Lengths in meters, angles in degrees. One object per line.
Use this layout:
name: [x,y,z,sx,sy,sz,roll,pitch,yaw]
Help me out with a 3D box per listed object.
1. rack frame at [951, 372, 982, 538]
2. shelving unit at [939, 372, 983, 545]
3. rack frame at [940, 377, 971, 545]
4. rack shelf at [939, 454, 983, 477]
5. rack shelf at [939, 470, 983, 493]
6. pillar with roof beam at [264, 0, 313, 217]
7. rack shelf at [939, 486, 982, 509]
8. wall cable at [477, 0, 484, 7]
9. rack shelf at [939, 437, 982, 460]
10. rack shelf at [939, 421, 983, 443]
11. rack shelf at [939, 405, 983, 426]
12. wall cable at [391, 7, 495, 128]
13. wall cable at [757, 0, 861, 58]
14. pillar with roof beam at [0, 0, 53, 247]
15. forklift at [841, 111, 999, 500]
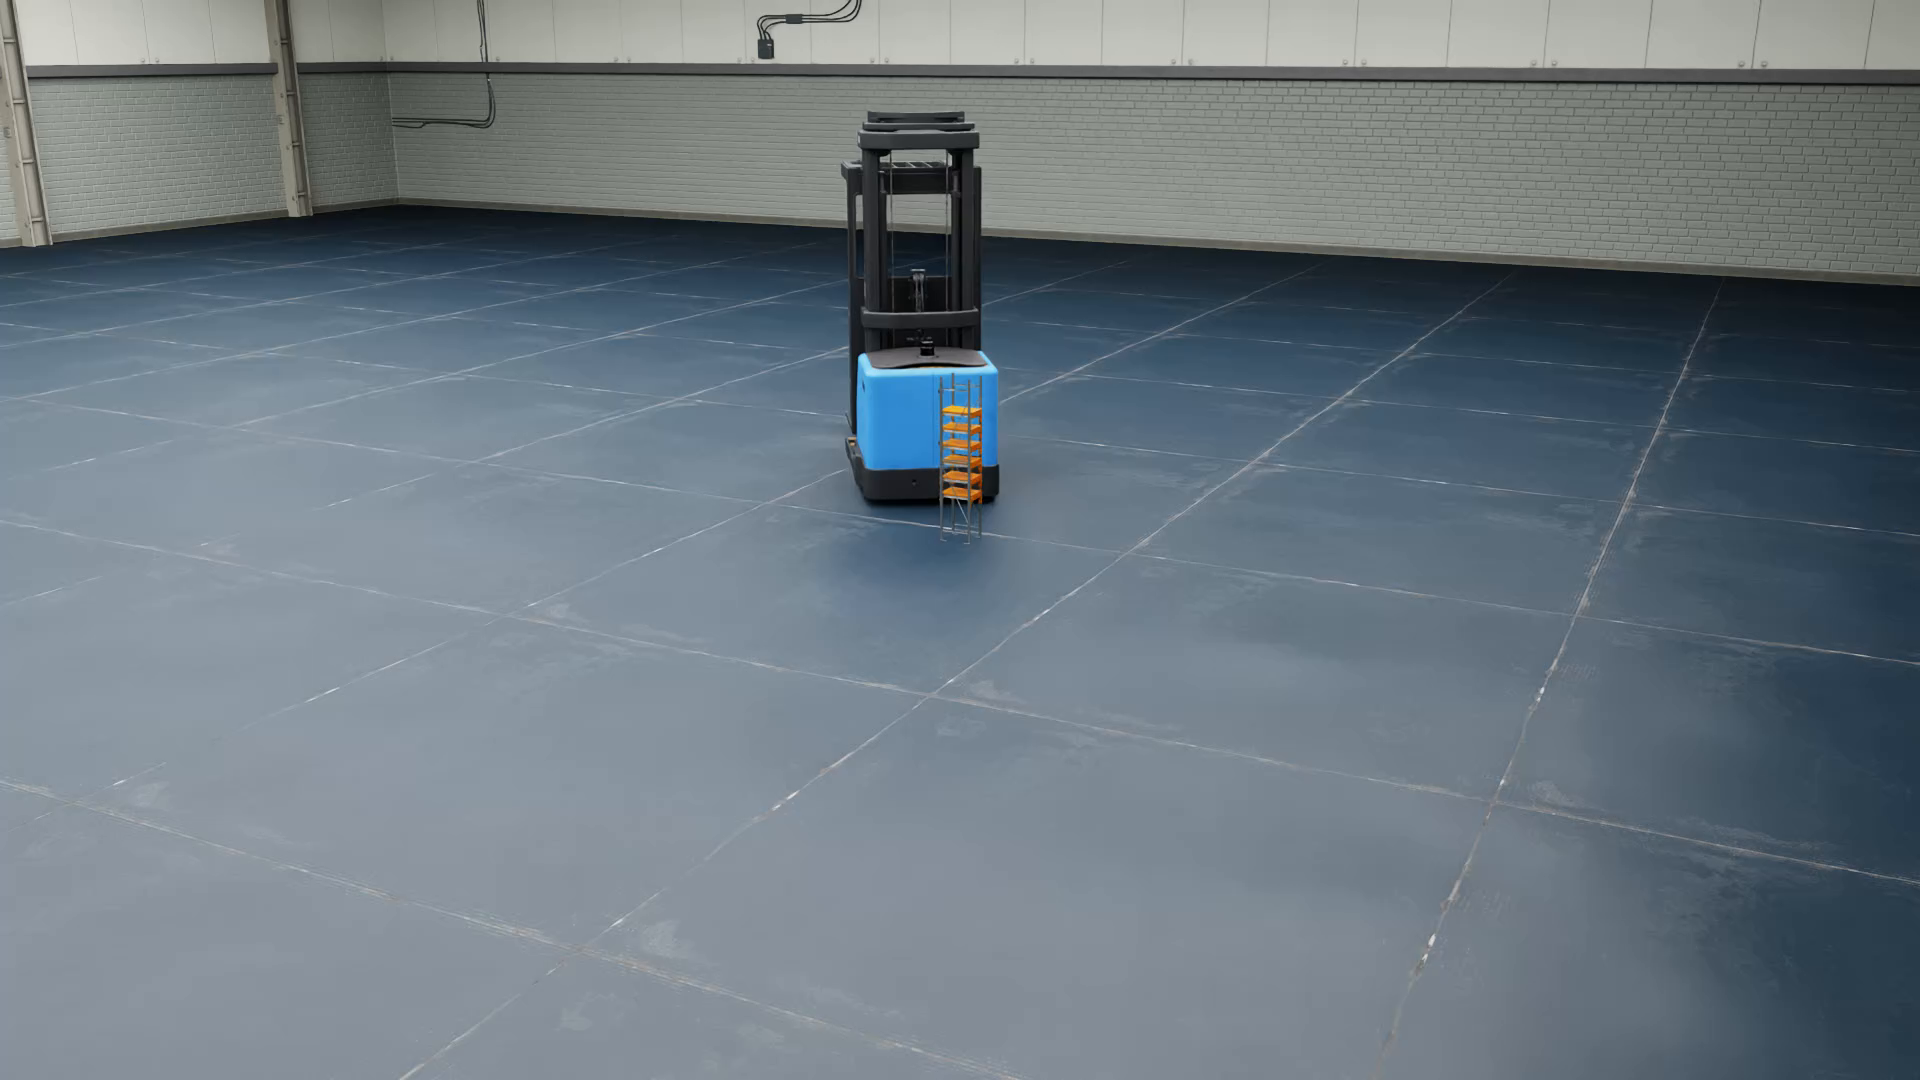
rack frame: [0.047,-0.602,11.944,0.240,1.200,0.006,8,18,25]
shelving unit: [0.006,-0.579,11.866,0.258,1.200,0.189,8,18,25]
rack frame: [-0.034,-0.556,11.787,0.240,1.200,0.006,8,18,25]
rack shelf: [0.006,-0.536,11.879,0.258,0.103,0.180,8,18,25]
rack shelf: [0.006,-0.421,11.913,0.258,0.103,0.180,8,18,25]
pillar with roof beam: [-10.024,-10.587,31.863,9.100,9.000,0.400,8,18,25]
rack shelf: [0.006,-0.306,11.947,0.258,0.103,0.180,8,18,25]
wall cable: [-8.956,-12.305,34.231,3.097,2.526,0.112,8,18,25]
rack shelf: [0.006,-0.651,11.844,0.258,0.103,0.180,8,18,25]
rack shelf: [0.006,-0.766,11.810,0.258,0.103,0.180,8,18,25]
rack shelf: [0.006,-0.881,11.776,0.258,0.103,0.180,8,18,25]
wall cable: [-11.376,-10.228,36.109,3.097,2.526,0.112,8,18,25]
wall cable: [-2.890,-12.135,31.102,2.305,6.003,0.169,8,18,25]
pillar with roof beam: [-12.705,-9.058,26.717,9.100,9.000,0.400,8,18,25]
forklift: [-0.403,-2.085,13.897,1.130,2.935,3.031,-2,17,-7]
